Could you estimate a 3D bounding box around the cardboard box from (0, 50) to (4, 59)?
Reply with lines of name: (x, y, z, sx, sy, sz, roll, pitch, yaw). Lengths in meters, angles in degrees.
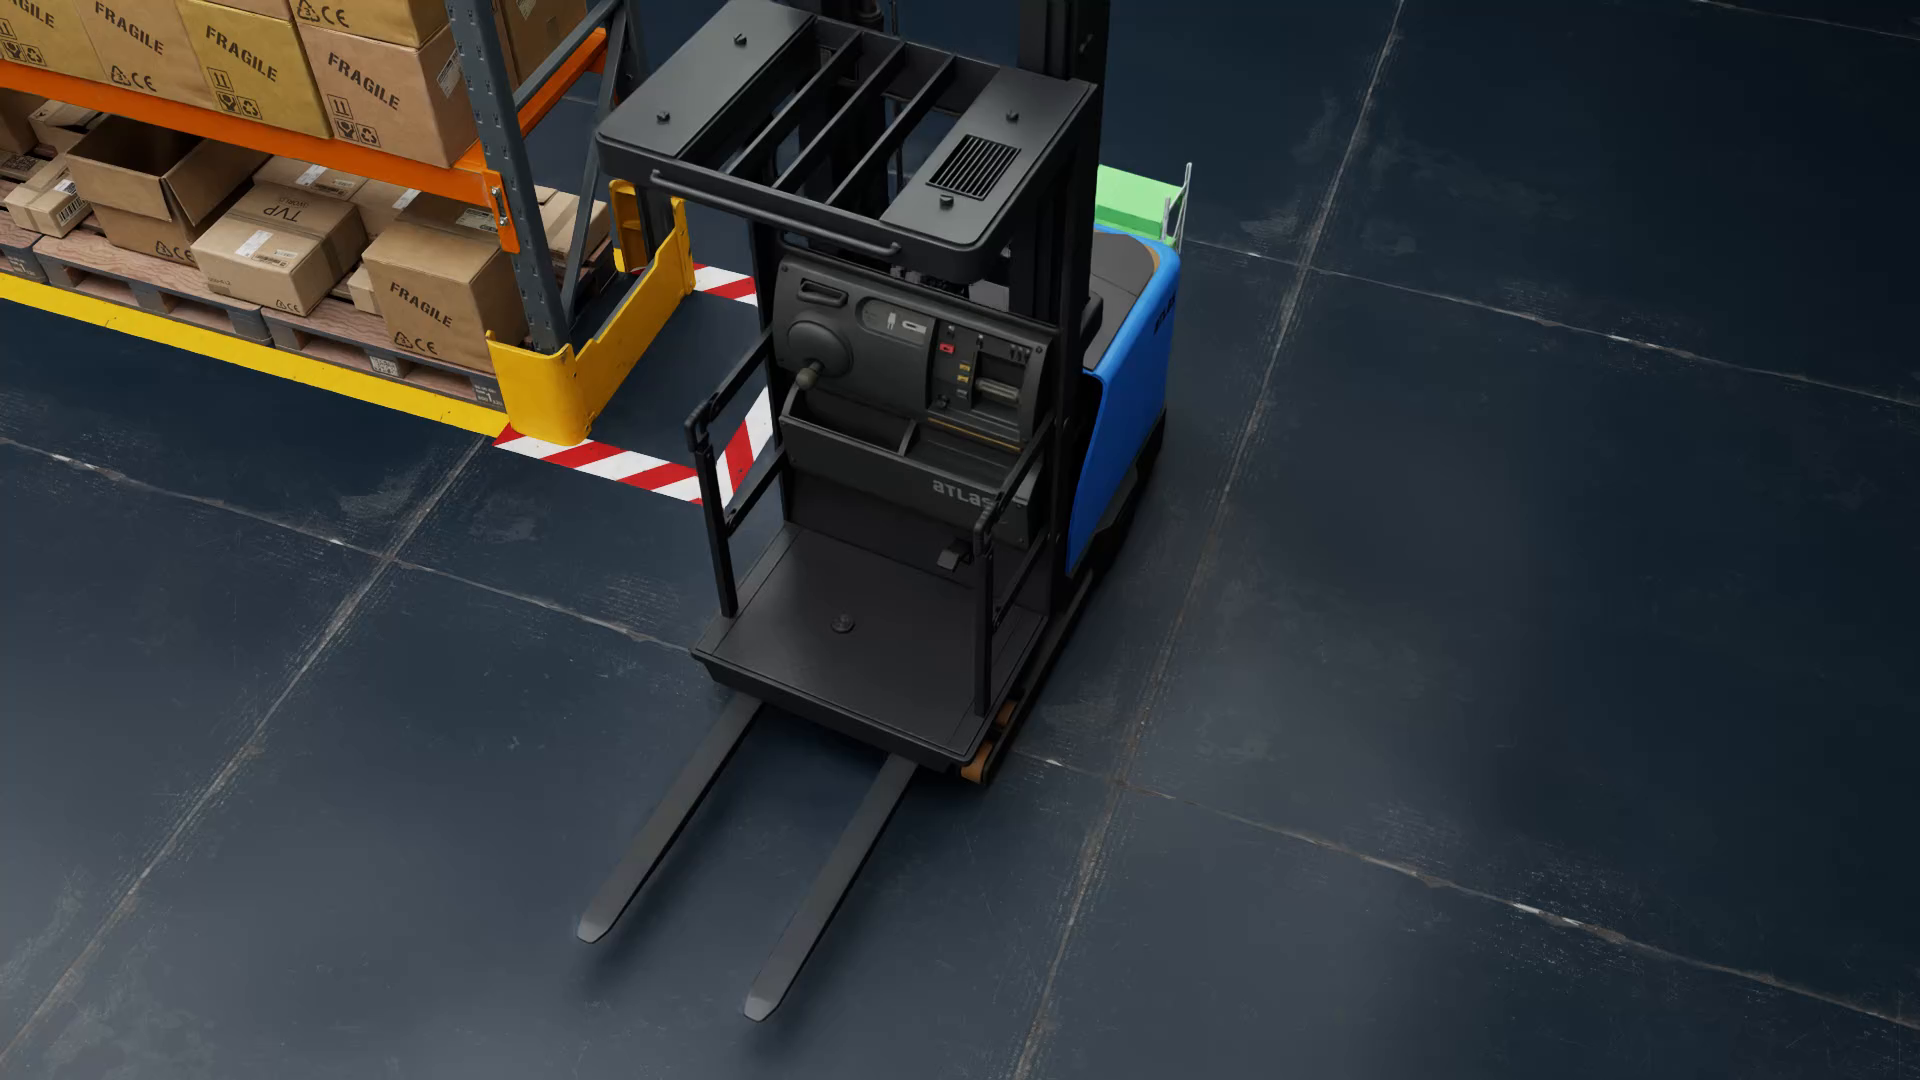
cardboard box: (-3.904, -2.288, 6.548, 0.500, 0.500, 0.500, 15, 51, 13)

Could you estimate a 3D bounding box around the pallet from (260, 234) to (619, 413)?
pallet: (-2.305, -1.113, 7.442, 1.213, 0.211, 1.003, 16, 51, 13)

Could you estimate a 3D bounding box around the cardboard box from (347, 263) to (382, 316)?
cardboard box: (-2.430, -1.152, 7.214, 0.250, 0.166, 0.380, 16, 51, 13)

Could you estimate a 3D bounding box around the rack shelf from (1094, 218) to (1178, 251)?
rack shelf: (0.591, -1.136, 6.570, 0.480, 0.148, 0.258, 20, 51, 17)

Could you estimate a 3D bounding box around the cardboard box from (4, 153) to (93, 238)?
cardboard box: (-4.104, -1.579, 7.584, 0.250, 0.166, 0.380, 16, 51, 13)

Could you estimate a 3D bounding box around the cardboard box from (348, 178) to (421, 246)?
cardboard box: (-2.366, -1.516, 7.474, 0.500, 0.250, 0.500, 16, 51, 13)

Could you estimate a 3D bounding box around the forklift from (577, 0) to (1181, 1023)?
forklift: (-0.258, -0.488, 5.100, 1.130, 2.935, 3.031, 20, 52, 16)

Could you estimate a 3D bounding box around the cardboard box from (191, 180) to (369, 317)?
cardboard box: (-2.962, -1.280, 7.269, 0.500, 0.250, 0.500, 16, 51, 13)

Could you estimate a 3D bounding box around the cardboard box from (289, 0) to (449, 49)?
cardboard box: (-1.999, -2.080, 5.707, 0.500, 0.500, 0.500, 15, 51, 13)

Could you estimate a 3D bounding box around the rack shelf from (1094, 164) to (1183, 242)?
rack shelf: (0.593, -1.297, 6.392, 0.480, 0.148, 0.258, 20, 51, 17)

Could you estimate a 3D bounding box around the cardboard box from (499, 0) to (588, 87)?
cardboard box: (-1.811, -2.134, 6.415, 0.500, 0.500, 0.500, 17, 51, 14)

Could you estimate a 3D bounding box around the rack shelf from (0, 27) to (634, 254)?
rack shelf: (-3.362, -2.087, 6.916, 4.000, 0.370, 1.077, 16, 51, 13)

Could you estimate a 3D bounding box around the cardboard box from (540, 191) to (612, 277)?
cardboard box: (-1.759, -1.362, 7.408, 0.250, 0.149, 0.380, 16, 51, 13)

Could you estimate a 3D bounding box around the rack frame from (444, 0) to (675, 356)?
rack frame: (-1.486, -1.798, 6.190, 0.127, 3.000, 1.000, 16, 51, 13)

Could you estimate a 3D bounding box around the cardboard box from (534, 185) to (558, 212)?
cardboard box: (-1.994, -1.433, 7.458, 0.250, 0.166, 0.380, 16, 51, 13)

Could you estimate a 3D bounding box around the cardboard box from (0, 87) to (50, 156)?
cardboard box: (-4.605, -2.223, 7.921, 0.500, 0.500, 0.500, 16, 51, 13)

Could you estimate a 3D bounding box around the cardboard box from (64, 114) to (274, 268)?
cardboard box: (-3.474, -1.684, 7.452, 0.637, 0.503, 0.797, 16, 51, 13)

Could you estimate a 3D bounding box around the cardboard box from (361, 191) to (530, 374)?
cardboard box: (-2.081, -1.092, 6.941, 0.500, 0.500, 0.500, 16, 51, 13)

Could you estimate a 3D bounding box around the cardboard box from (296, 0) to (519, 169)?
cardboard box: (-2.000, -1.756, 6.087, 0.500, 0.500, 0.500, 17, 51, 14)

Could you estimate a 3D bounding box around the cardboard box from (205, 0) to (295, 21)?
cardboard box: (-2.473, -2.212, 5.821, 0.500, 0.500, 0.500, 17, 51, 14)

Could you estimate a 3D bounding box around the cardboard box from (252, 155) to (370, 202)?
cardboard box: (-2.835, -1.647, 7.588, 0.500, 0.250, 0.500, 16, 51, 13)

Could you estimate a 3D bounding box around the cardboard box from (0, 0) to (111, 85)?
cardboard box: (-3.427, -2.156, 6.434, 0.500, 0.500, 0.500, 15, 51, 13)

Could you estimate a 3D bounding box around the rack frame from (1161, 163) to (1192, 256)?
rack frame: (0.809, -0.938, 6.632, 0.015, 1.200, 0.240, 20, 51, 17)

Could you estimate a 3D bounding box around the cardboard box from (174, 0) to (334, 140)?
cardboard box: (-2.488, -1.889, 6.203, 0.500, 0.500, 0.500, 16, 51, 13)

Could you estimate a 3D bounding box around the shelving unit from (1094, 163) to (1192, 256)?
shelving unit: (0.590, -1.018, 6.701, 0.503, 1.200, 0.258, 20, 51, 17)

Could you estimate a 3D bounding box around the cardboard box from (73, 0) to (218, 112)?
cardboard box: (-2.954, -2.023, 6.319, 0.500, 0.500, 0.500, 16, 51, 13)

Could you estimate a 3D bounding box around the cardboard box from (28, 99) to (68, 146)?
cardboard box: (-4.233, -2.053, 8.006, 0.250, 0.149, 0.380, 16, 51, 13)

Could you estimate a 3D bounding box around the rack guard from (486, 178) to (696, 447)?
rack guard: (-1.557, -1.000, 7.152, 0.348, 0.500, 1.175, 16, 51, 13)

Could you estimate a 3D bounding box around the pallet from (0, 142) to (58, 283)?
pallet: (-4.594, -1.752, 7.996, 1.213, 0.211, 1.003, 16, 51, 13)

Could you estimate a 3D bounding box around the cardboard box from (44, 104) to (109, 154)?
cardboard box: (-3.902, -1.965, 7.823, 0.500, 0.311, 0.500, 16, 51, 13)

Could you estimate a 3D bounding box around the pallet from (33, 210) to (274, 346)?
pallet: (-3.446, -1.434, 7.720, 1.213, 0.211, 1.003, 16, 51, 13)
